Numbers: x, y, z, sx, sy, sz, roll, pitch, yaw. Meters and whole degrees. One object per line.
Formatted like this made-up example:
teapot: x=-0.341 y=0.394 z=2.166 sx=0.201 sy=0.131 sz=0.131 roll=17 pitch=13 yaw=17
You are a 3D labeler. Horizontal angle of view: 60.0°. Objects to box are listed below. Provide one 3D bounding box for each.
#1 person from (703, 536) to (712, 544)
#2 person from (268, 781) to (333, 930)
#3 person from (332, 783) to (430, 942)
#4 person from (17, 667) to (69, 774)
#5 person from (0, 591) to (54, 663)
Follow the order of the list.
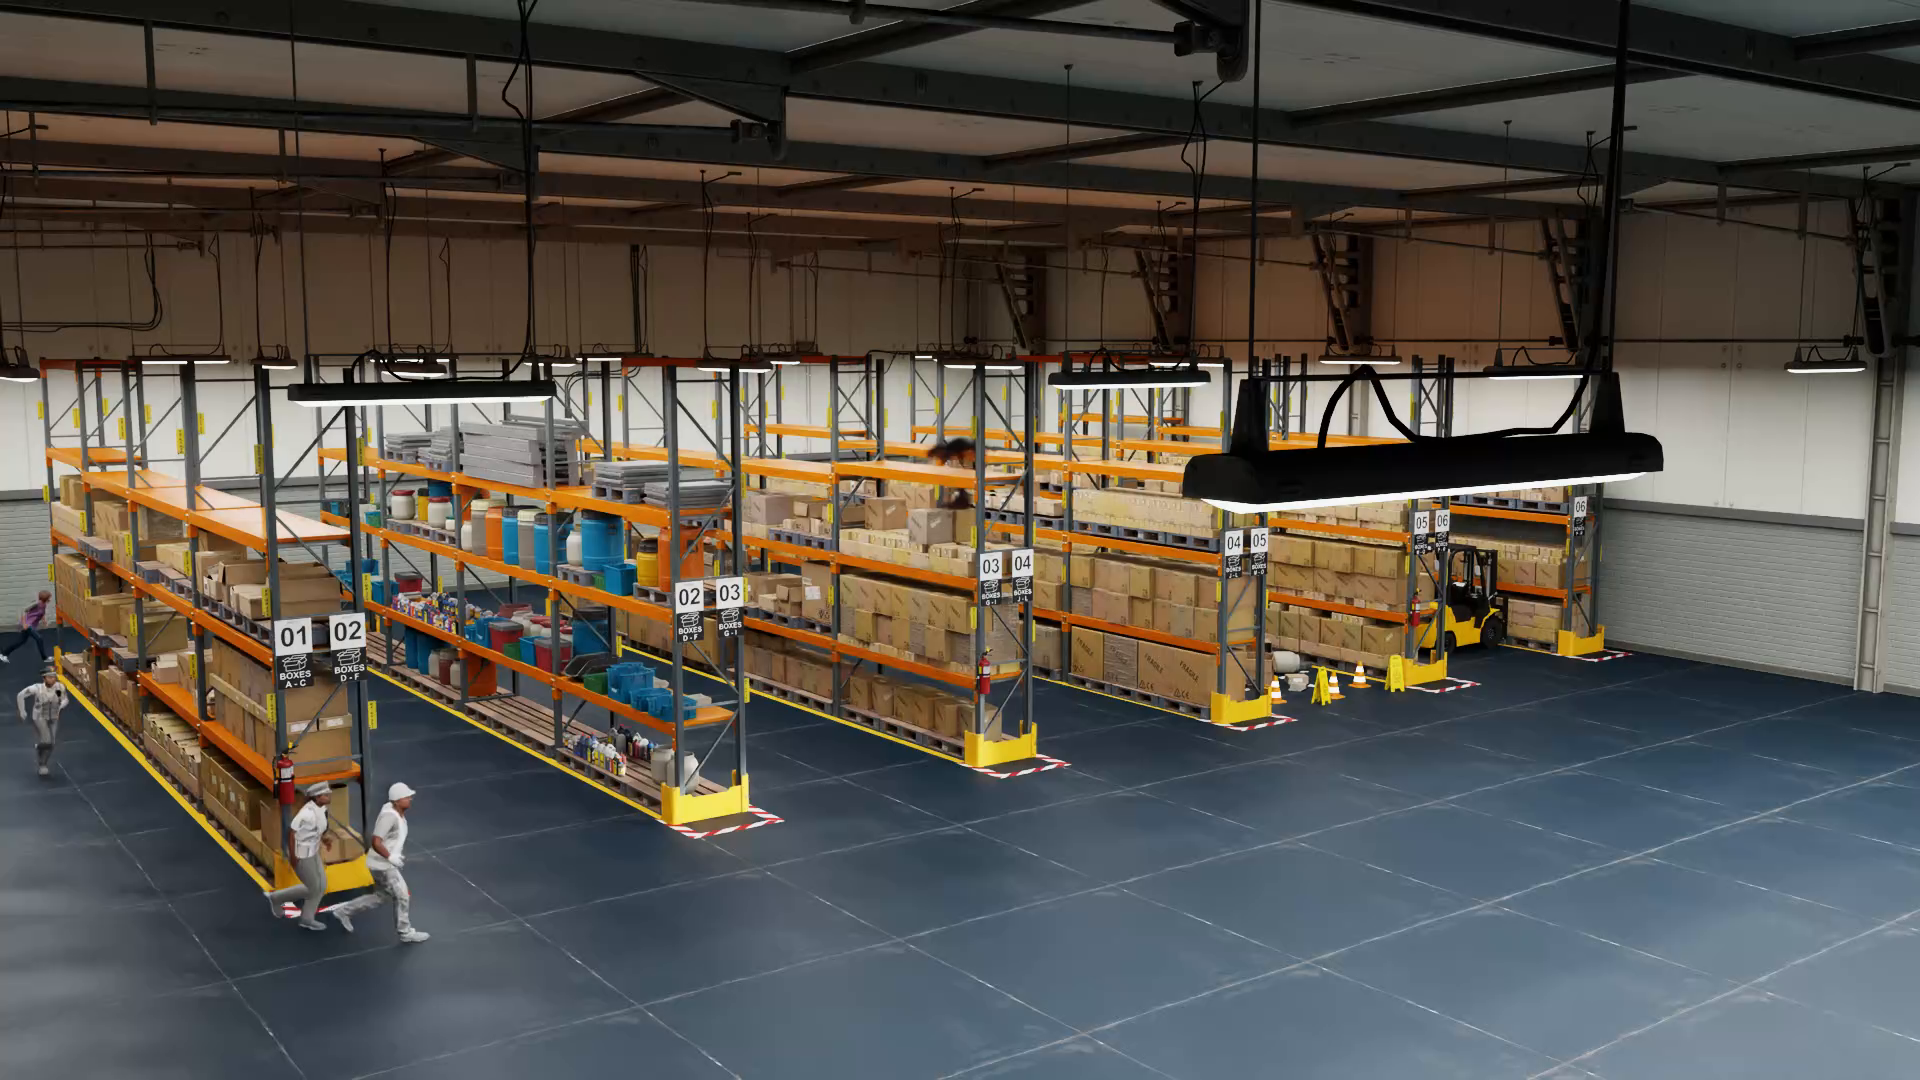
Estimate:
person: x=-6.148 y=0.679 z=40.238 sx=0.590 sy=1.664 sz=0.922 roll=0 pitch=7 yaw=3
person: x=-7.099 y=3.394 z=17.940 sx=0.703 sy=1.619 sz=0.566 roll=-1 pitch=7 yaw=-6
person: x=-6.082 y=3.400 z=17.344 sx=0.960 sy=1.738 sz=0.684 roll=-1 pitch=7 yaw=-8
person: x=-13.313 y=2.633 z=24.243 sx=0.684 sy=1.613 sz=0.615 roll=5 pitch=9 yaw=37
person: x=-18.246 y=1.706 z=32.515 sx=1.049 sy=1.423 sz=0.522 roll=-1 pitch=7 yaw=-7
